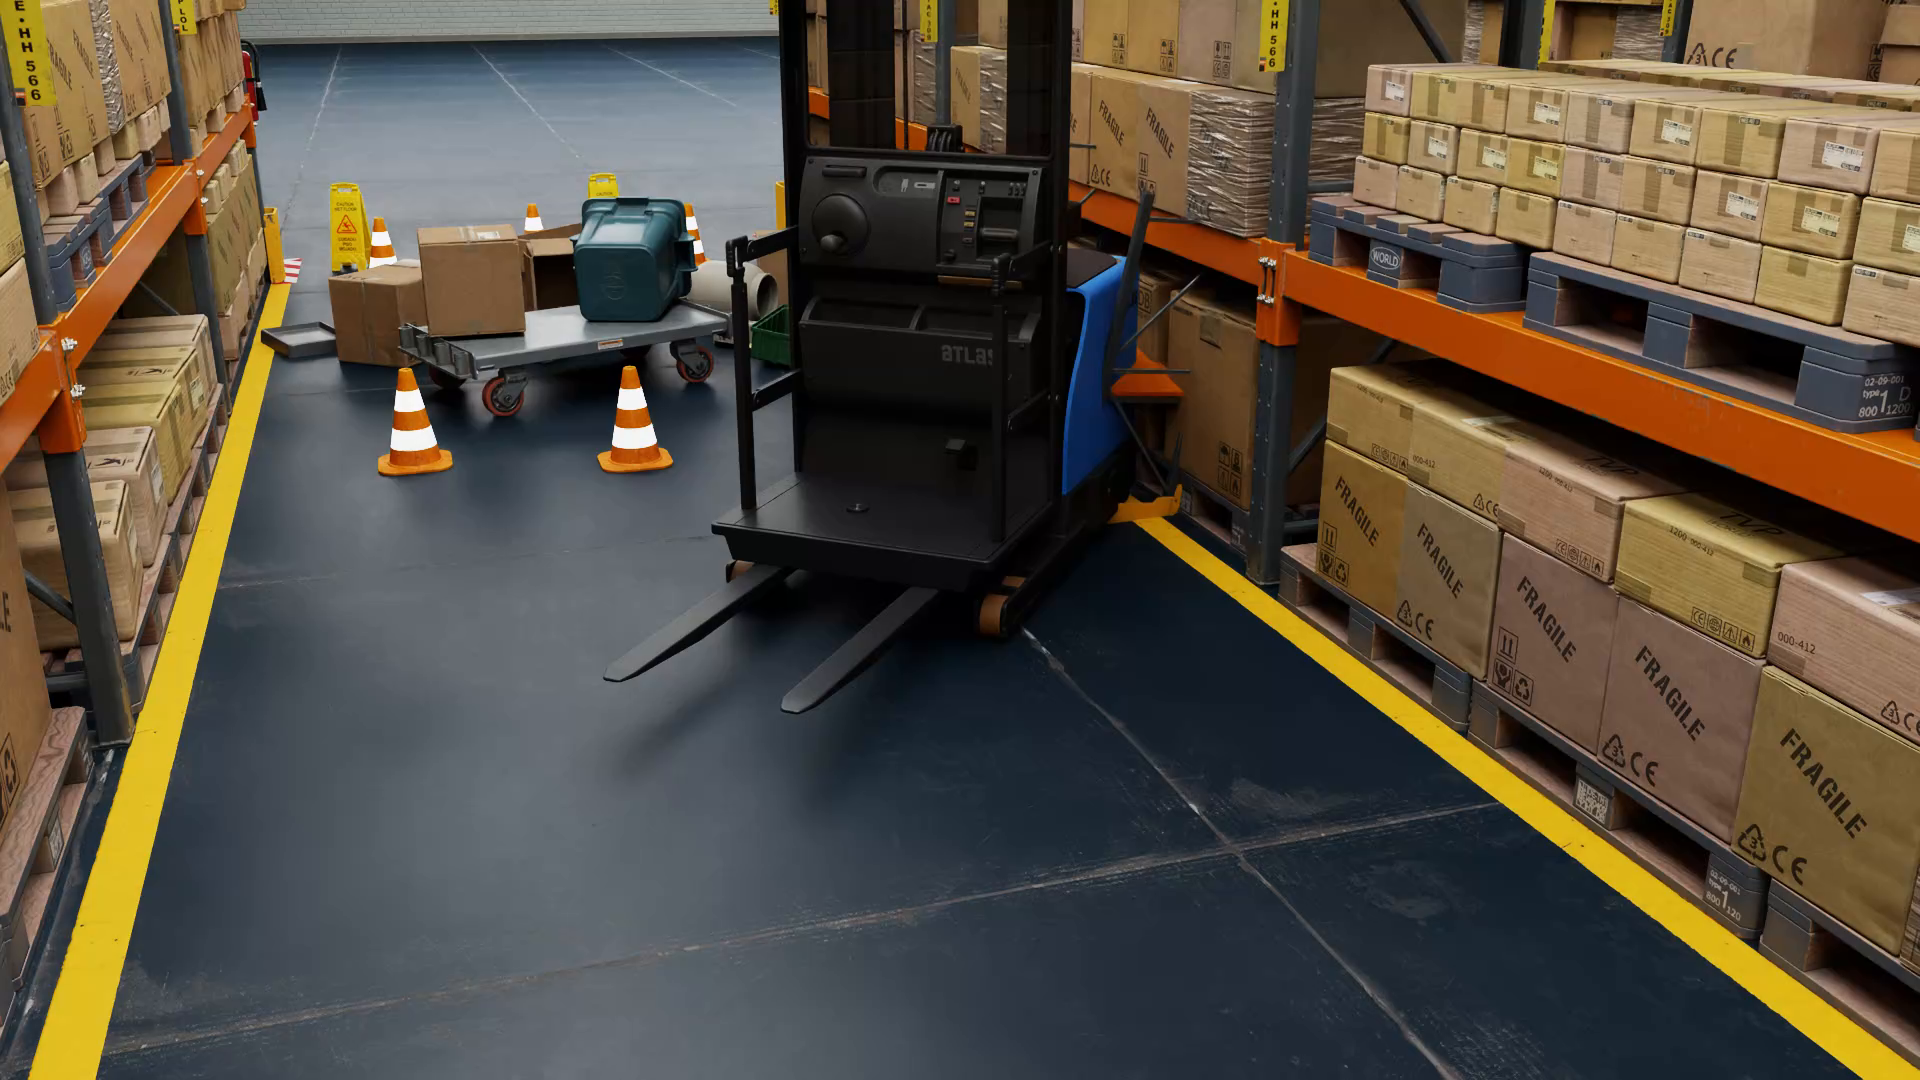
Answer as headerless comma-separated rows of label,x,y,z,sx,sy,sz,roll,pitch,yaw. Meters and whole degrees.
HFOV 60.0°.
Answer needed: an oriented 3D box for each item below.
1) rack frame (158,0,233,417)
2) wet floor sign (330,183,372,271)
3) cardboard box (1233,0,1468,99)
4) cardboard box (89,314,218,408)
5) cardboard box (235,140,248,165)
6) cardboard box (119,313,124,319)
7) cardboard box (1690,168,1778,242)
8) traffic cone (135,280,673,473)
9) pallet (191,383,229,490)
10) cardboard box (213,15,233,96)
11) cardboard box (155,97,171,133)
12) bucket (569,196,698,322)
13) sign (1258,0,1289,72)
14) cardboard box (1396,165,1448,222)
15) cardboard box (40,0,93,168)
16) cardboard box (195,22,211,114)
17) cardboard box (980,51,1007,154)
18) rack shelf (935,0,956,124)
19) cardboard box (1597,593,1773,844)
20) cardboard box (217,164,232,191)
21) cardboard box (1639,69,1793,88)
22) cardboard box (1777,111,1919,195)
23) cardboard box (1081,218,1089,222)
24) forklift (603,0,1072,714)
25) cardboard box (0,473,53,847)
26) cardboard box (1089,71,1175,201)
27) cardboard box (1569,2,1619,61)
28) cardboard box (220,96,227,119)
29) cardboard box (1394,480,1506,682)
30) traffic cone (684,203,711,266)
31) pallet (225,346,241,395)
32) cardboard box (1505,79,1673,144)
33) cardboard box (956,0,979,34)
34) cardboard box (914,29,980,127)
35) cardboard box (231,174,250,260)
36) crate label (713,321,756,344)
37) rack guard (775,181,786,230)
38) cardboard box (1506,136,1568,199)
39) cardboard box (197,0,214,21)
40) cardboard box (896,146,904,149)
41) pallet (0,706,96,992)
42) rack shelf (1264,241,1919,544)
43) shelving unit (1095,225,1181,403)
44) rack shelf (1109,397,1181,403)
rack frame,-4.315,-2.024,8.114,1.000,3.000,0.127,-6,21,-17
wet floor sign,-4.616,-2.374,12.572,0.267,0.644,0.232,1,20,2
cardboard box,1.478,-1.962,6.313,0.700,0.500,0.500,-7,21,-17
cardboard box,-4.148,-0.817,8.020,0.950,0.372,0.625,-6,21,-17
cardboard box,-4.894,-2.529,10.899,0.380,0.149,0.250,-6,21,-16
cardboard box,-4.756,-1.089,8.957,0.500,0.250,0.500,-5,20,-15
cardboard box,2.066,-0.842,4.135,0.380,0.149,0.250,-6,21,-15
traffic cone,-3.060,-1.777,7.710,3.046,2.808,1.723,-6,21,-17
pallet,-4.069,-0.462,7.891,1.003,0.211,1.213,-6,21,-17
cardboard box,-4.833,-3.028,10.321,0.500,0.500,0.500,-6,21,-17
cardboard box,-3.891,-1.968,7.708,0.380,0.149,0.250,-6,21,-16
bucket,-1.879,-1.556,9.405,0.726,0.611,0.620,1,30,2
sign,1.084,-1.784,5.732,0.100,0.325,0.005,-6,21,-17
cardboard box,1.643,-1.127,5.367,0.380,0.149,0.250,-5,20,-15
cardboard box,-3.150,-1.461,5.337,0.500,0.500,0.500,-5,20,-14
cardboard box,-4.368,-2.541,8.964,0.500,0.500,0.500,-6,21,-17
cardboard box,0.422,-2.270,8.652,0.500,0.500,0.500,-6,21,-17
rack shelf,8.062,-2.726,10.068,15.905,3.000,4.168,-6,21,-17
cardboard box,2.077,0.423,4.378,0.500,0.500,0.500,-7,21,-18
cardboard box,-4.477,-2.101,9.707,0.380,0.149,0.250,-5,20,-14
cardboard box,2.358,-1.385,5.205,0.380,0.149,0.250,-6,21,-16
cardboard box,2.147,-0.901,3.858,0.380,0.149,0.250,-7,21,-20
cardboard box,0.633,-1.532,9.450,1.050,0.750,0.750,-6,21,-17
forklift,-0.529,-1.350,6.338,2.033,2.935,3.733,8,21,20
cardboard box,-2.919,0.292,4.187,0.875,0.875,0.875,-7,21,-18
cardboard box,0.901,-1.783,7.294,0.500,0.500,0.500,-7,21,-18
cardboard box,4.886,-3.579,11.856,0.875,0.500,0.500,-6,21,-17
cardboard box,-4.783,-2.689,10.338,0.380,0.149,0.250,-7,21,-18
cardboard box,1.751,0.095,5.291,0.500,0.500,0.500,-6,21,-17
traffic cone,-2.086,-2.351,12.777,0.336,0.463,0.334,-6,21,-17
pallet,-4.560,-0.924,9.175,1.003,0.211,1.213,-6,21,-17
cardboard box,1.814,-1.239,4.799,0.380,0.149,0.250,-7,21,-19
cardboard box,0.269,-3.283,9.801,0.875,0.550,0.550,-6,21,-17
cardboard box,0.225,-2.770,9.970,0.875,0.550,0.550,-6,21,-17
cardboard box,-4.754,-2.005,10.398,0.500,0.500,0.500,-7,21,-18
crate label,-1.379,-1.280,10.276,0.250,0.136,0.298,12,23,30
rack guard,-0.912,-2.697,13.687,1.175,0.500,0.348,-6,21,-17
cardboard box,1.825,-1.089,4.821,0.380,0.149,0.250,-6,21,-17
cardboard box,-4.387,-3.012,8.798,0.700,0.500,0.500,-6,21,-17
cardboard box,-0.066,-2.278,11.344,0.875,0.875,0.875,-6,21,-17
pallet,-2.881,0.833,4.285,1.003,0.211,1.213,-6,21,-17
rack shelf,2.238,-0.318,4.430,1.077,0.370,4.000,-6,21,-17
shelving unit,0.595,-0.952,7.281,0.500,1.500,0.985,-2,30,-25
rack shelf,0.581,-0.810,7.320,0.416,0.036,0.922,-2,30,-25
